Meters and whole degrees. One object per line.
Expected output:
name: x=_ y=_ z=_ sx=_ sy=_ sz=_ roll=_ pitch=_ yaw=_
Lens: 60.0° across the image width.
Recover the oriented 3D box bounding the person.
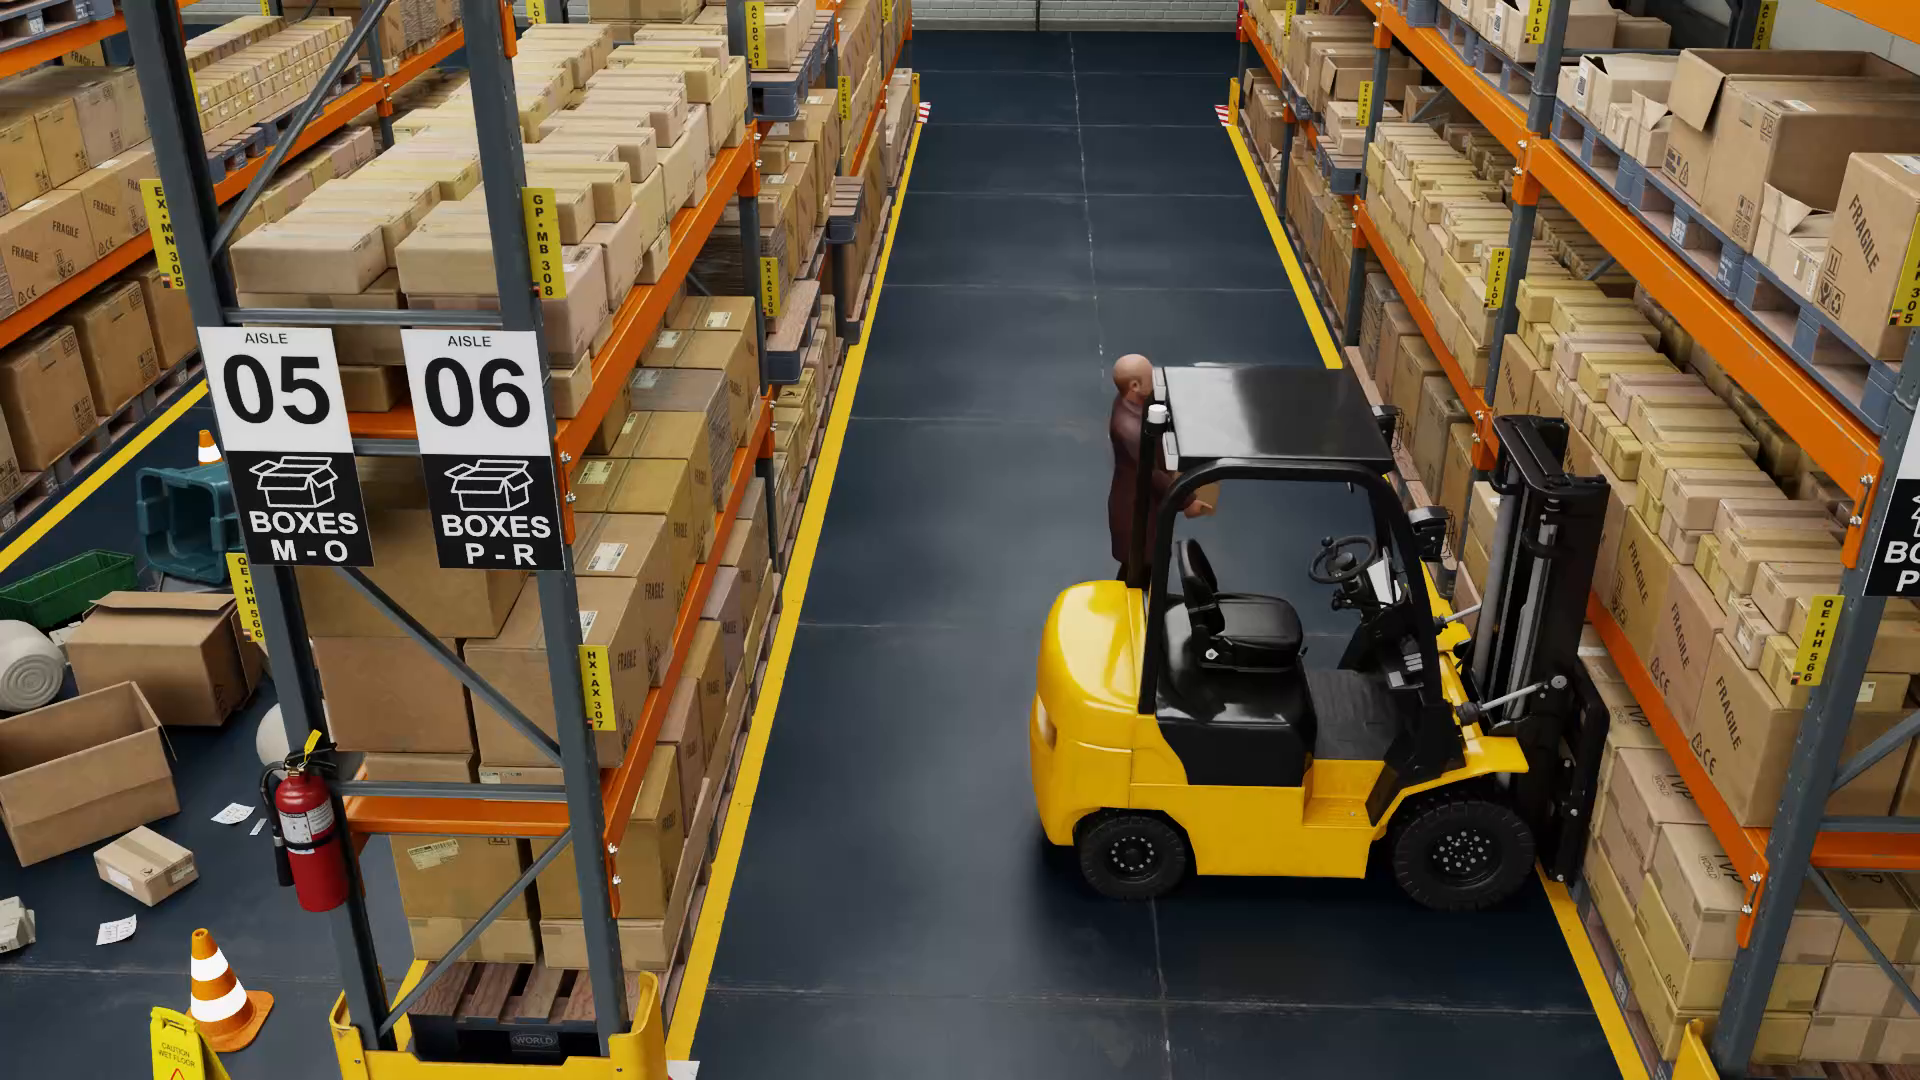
person: x=1.062 y=-0.155 z=8.940 sx=0.561 sy=1.772 sz=0.529 roll=2 pitch=28 yaw=3
